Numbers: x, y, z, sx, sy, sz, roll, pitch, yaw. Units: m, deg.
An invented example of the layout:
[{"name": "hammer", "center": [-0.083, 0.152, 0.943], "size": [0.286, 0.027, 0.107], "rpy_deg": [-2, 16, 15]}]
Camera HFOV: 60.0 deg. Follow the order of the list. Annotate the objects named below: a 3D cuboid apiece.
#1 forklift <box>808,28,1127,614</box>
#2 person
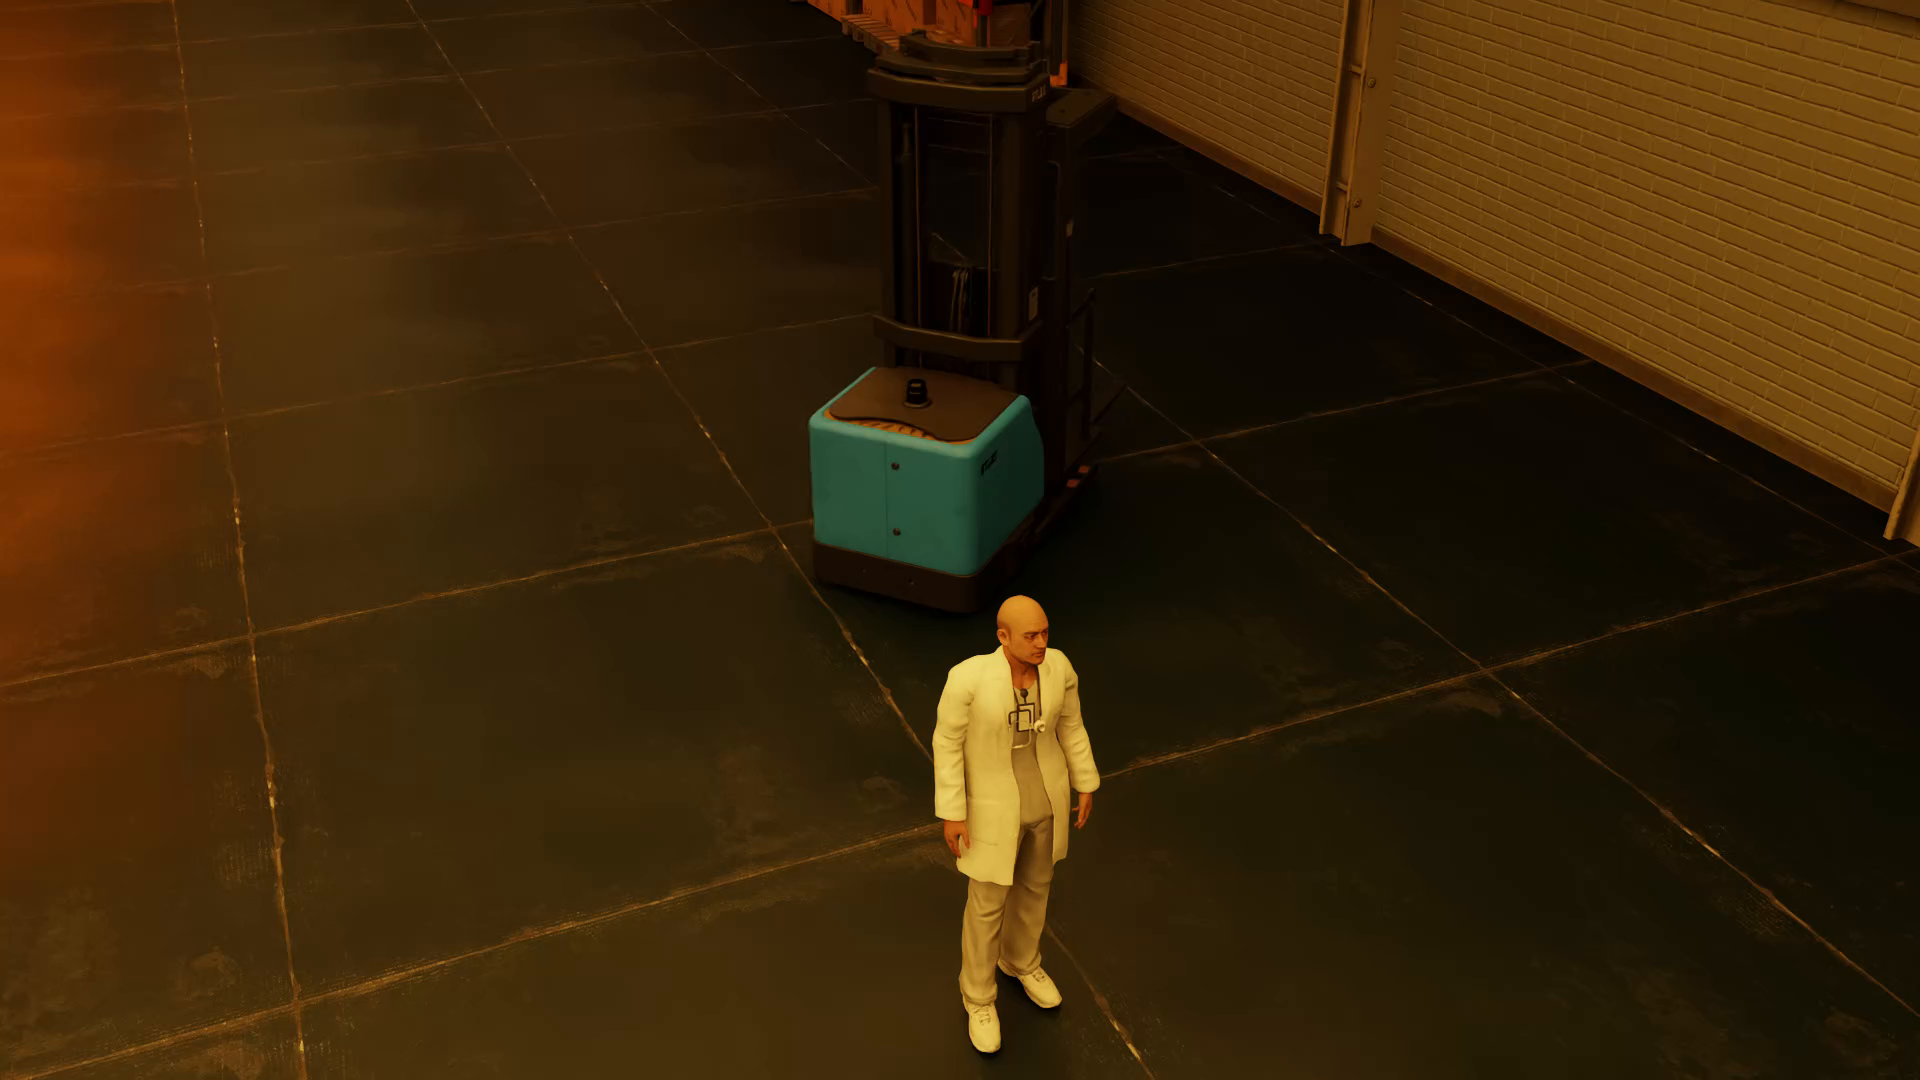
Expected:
[{"name": "forklift", "center": [0.224, -1.575, 9.875], "size": [1.130, 2.935, 3.031], "rpy_deg": [13, 32, 21]}, {"name": "person", "center": [0.259, 1.069, 6.397], "size": [0.698, 1.776, 0.580], "rpy_deg": [-13, 32, -22]}]
